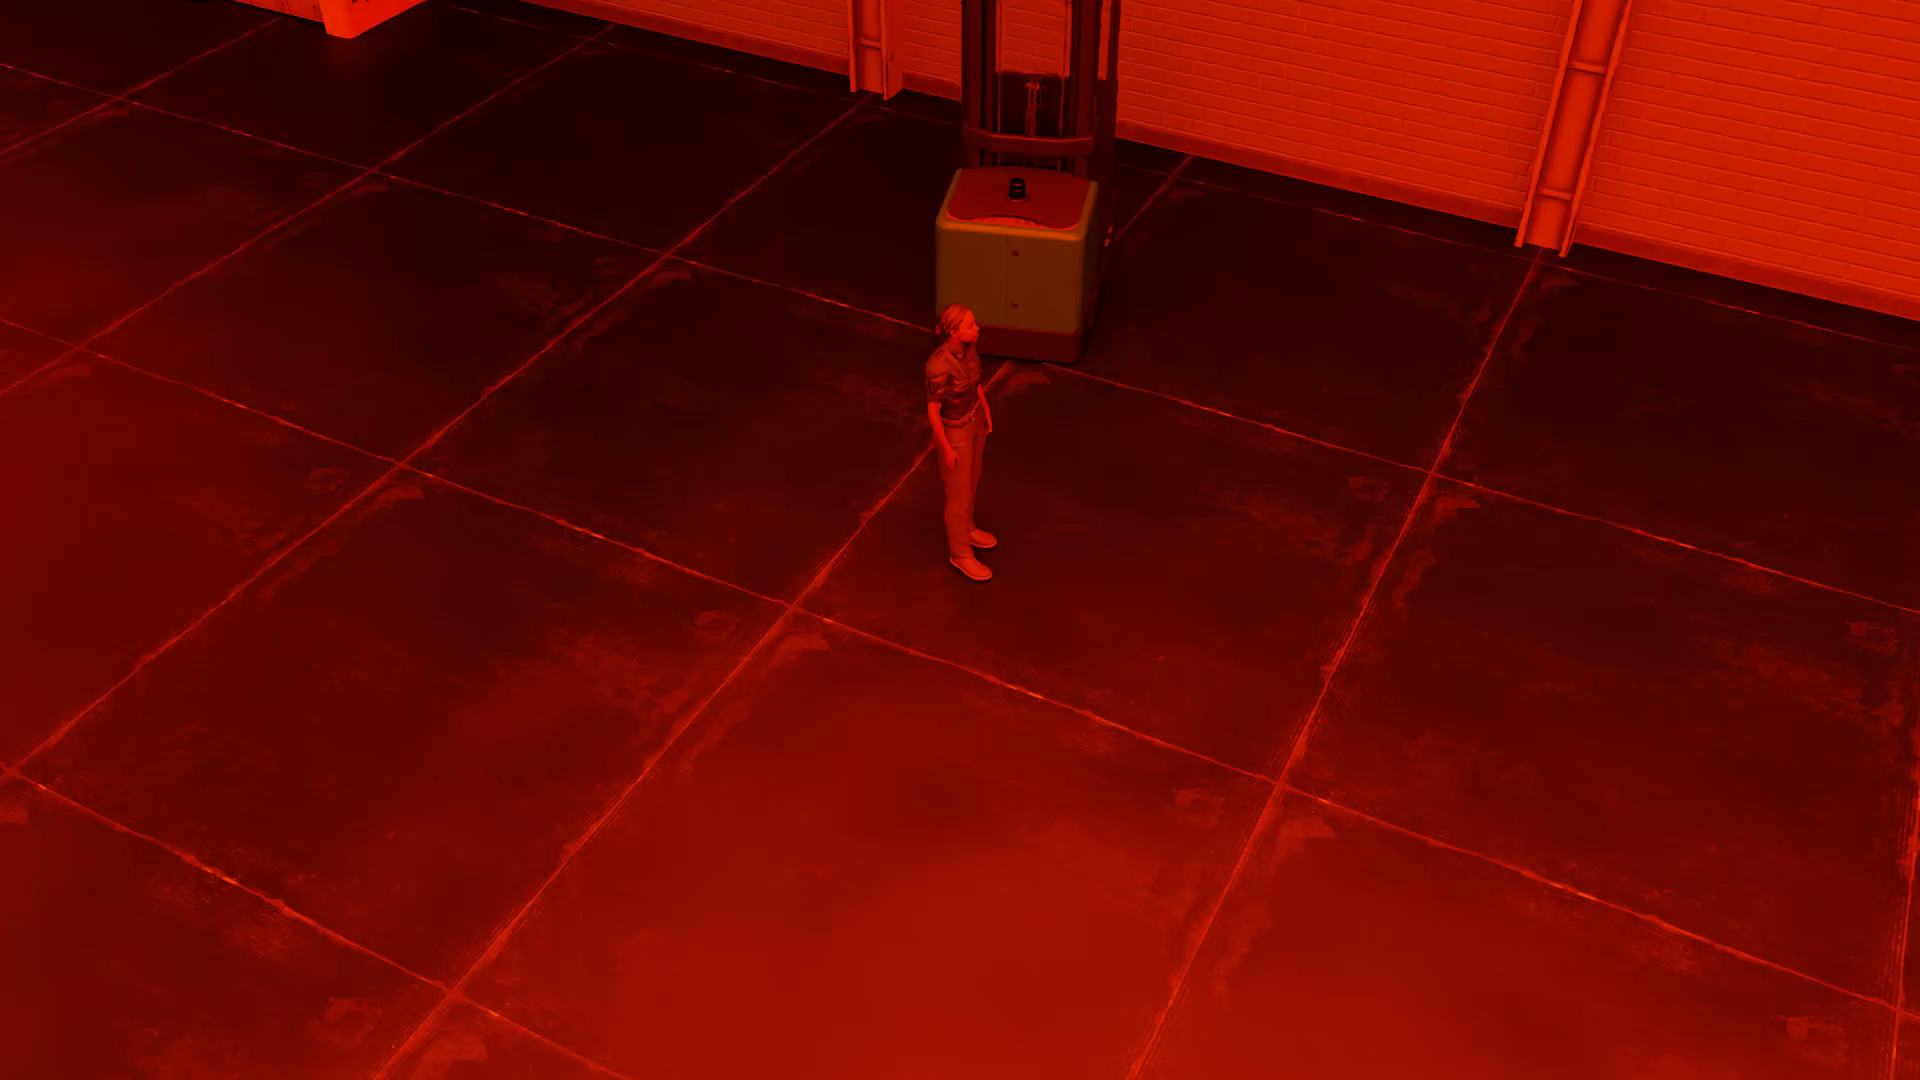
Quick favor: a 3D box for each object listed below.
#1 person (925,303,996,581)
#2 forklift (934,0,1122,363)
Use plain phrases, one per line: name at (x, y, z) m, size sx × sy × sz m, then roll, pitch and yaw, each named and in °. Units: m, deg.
person at (0.069, -0.601, 9.680) m, size 0.504 × 1.654 × 0.570 m, roll 18°, pitch 43°, yaw 21°
forklift at (0.600, -3.312, 11.919) m, size 1.130 × 2.935 × 3.031 m, roll 7°, pitch 41°, yaw 8°
